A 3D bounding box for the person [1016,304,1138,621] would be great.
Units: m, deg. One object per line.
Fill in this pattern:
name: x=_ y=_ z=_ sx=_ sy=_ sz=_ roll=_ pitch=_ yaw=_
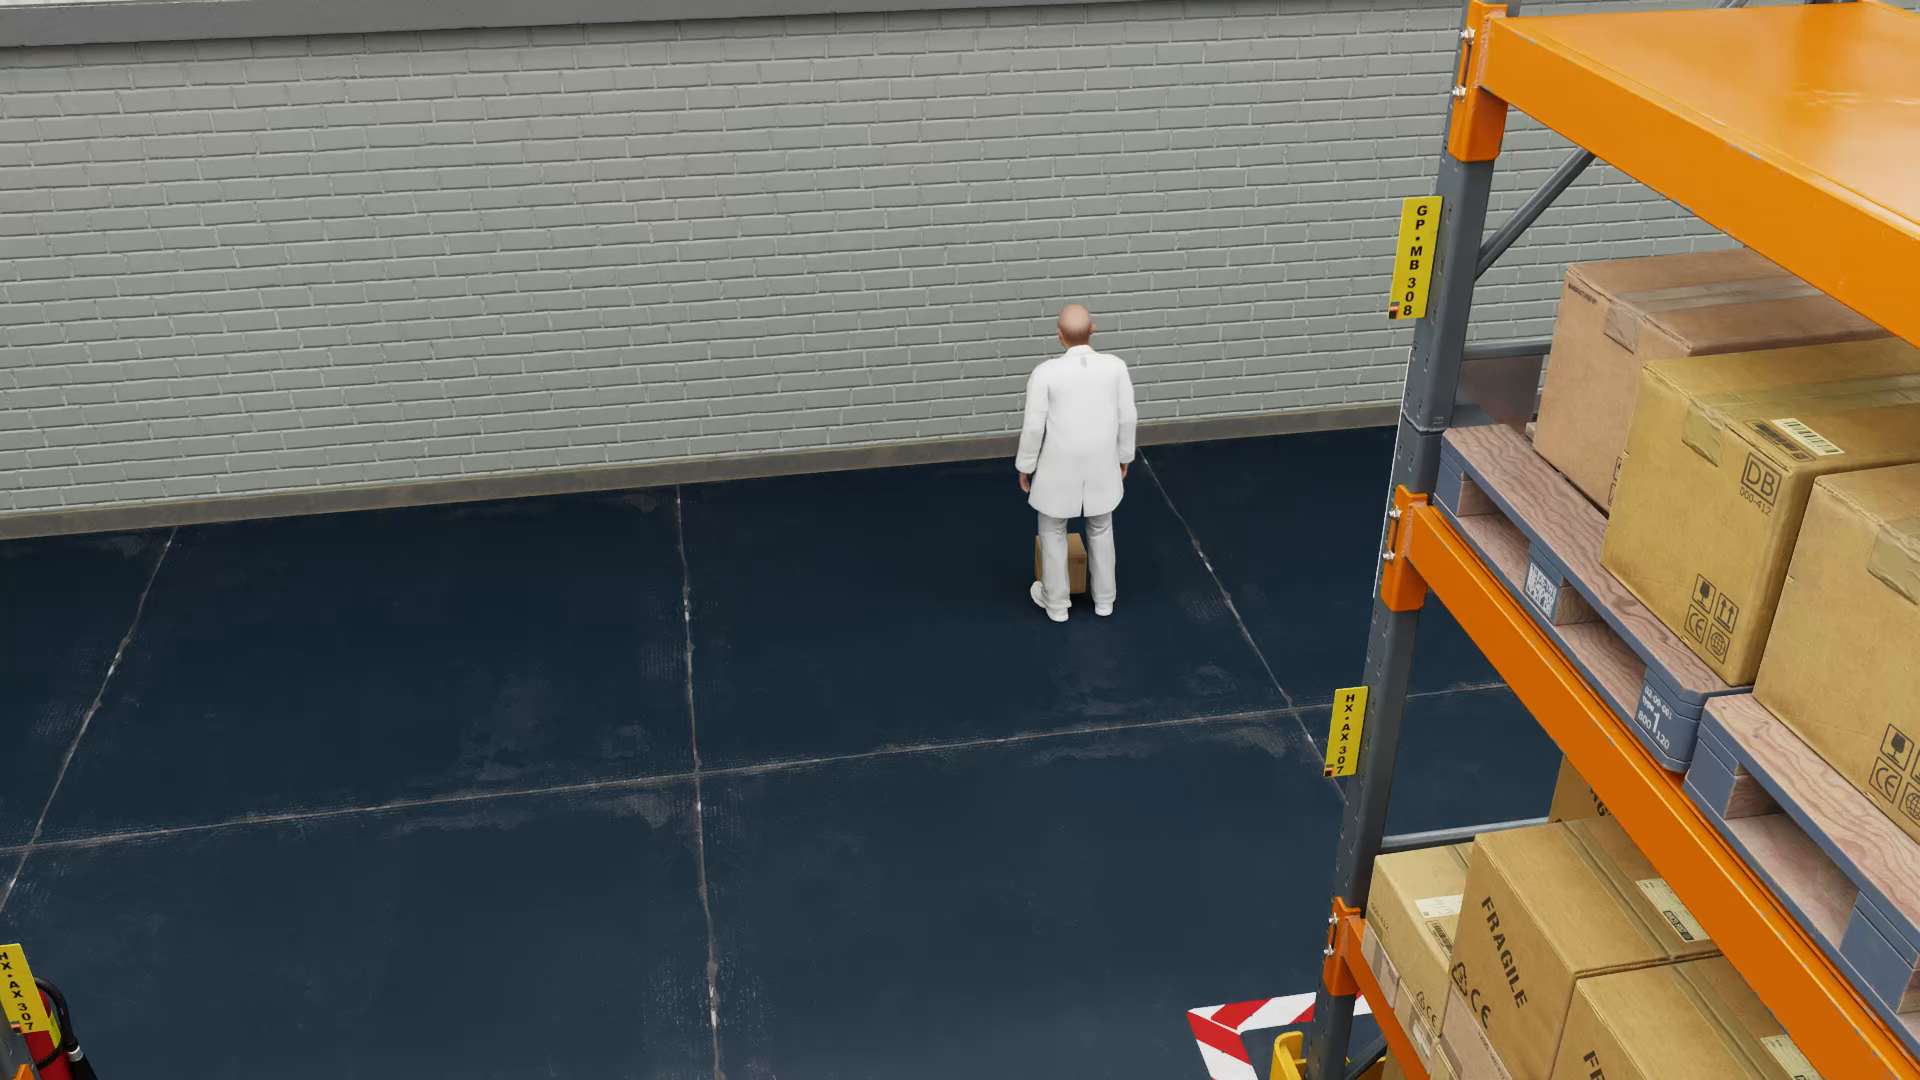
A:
person: x=0.616 y=-0.398 z=8.838 sx=0.652 sy=1.774 sz=0.416 roll=-6 pitch=31 yaw=-10
